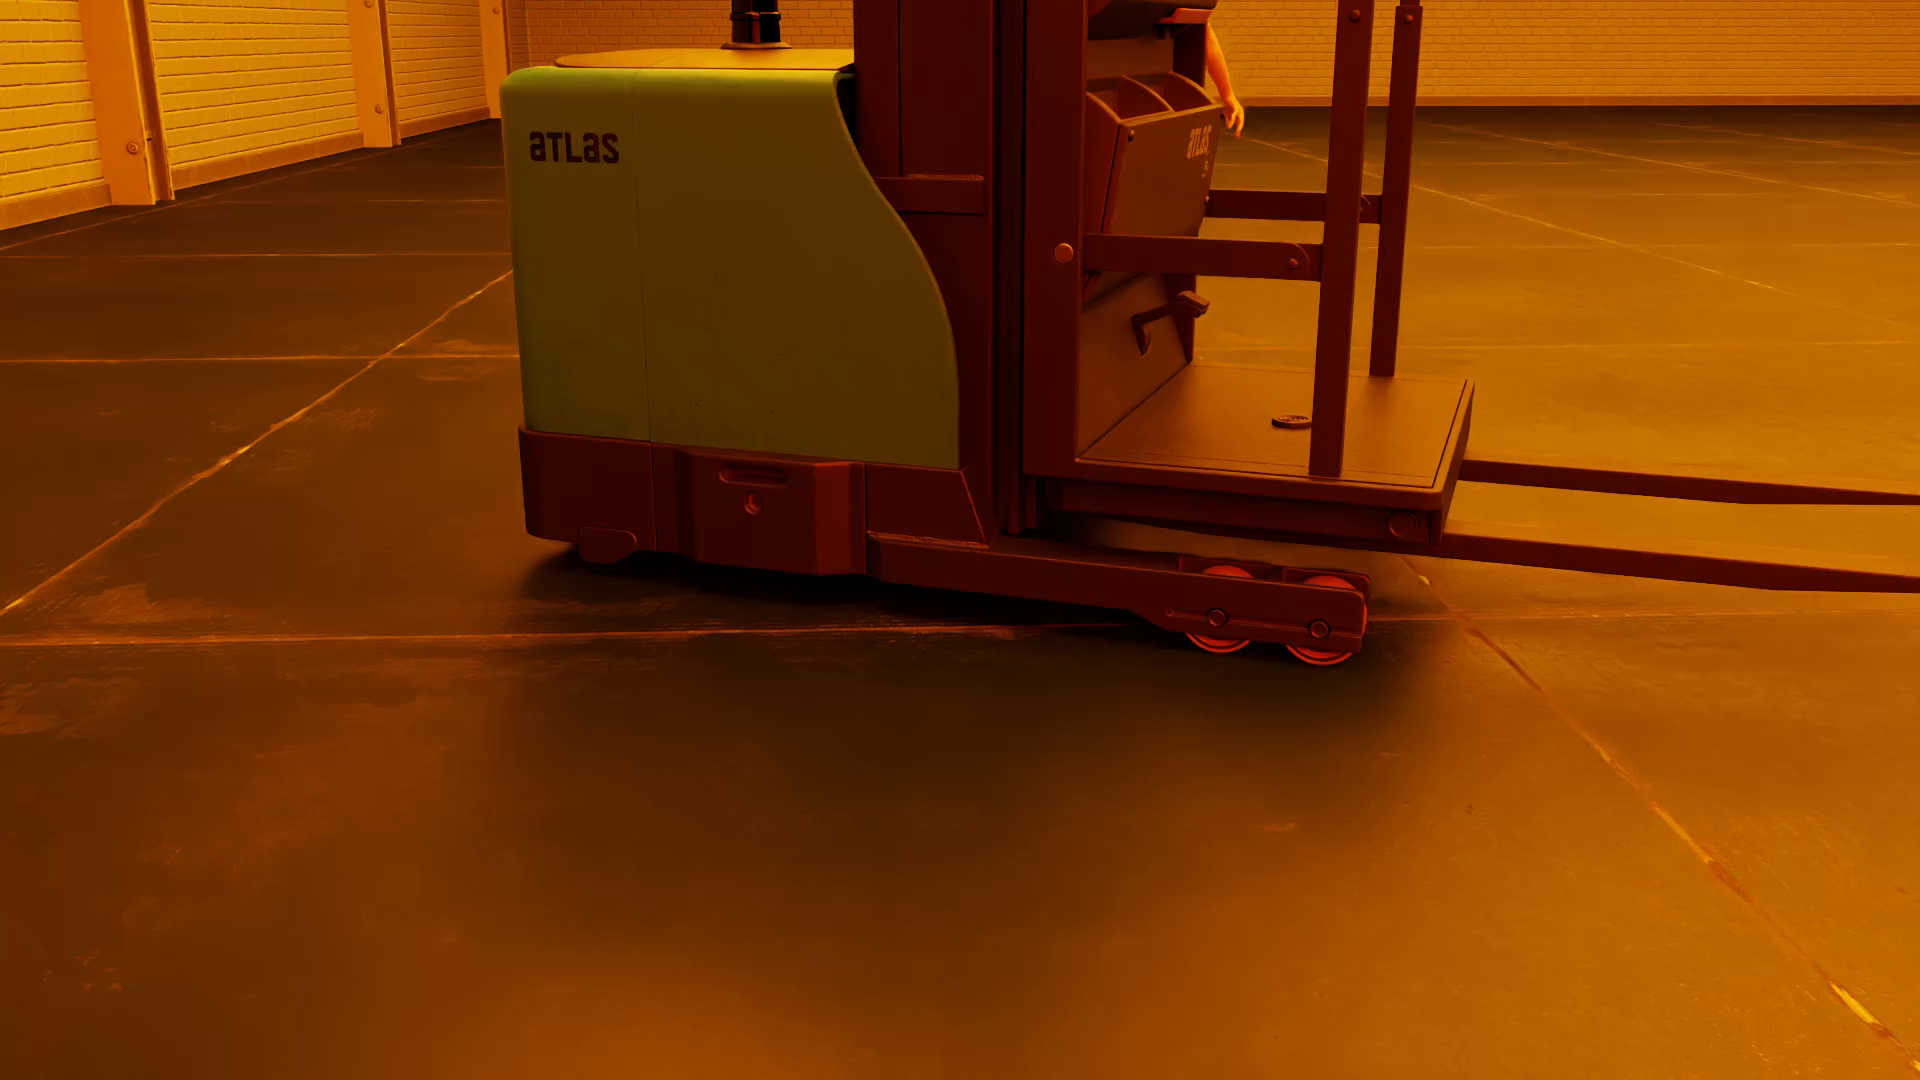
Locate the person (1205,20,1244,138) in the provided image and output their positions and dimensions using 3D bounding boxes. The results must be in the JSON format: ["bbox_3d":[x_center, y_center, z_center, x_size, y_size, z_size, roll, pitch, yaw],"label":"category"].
[{"bbox_3d":[0.635,-1.748,6.738,0.943,1.709,0.754,-4,17,-12],"label":"person"}]

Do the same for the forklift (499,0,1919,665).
[{"bbox_3d":[0.592,-1.340,3.288,3.031,2.935,1.130,6,18,19],"label":"forklift"}]
